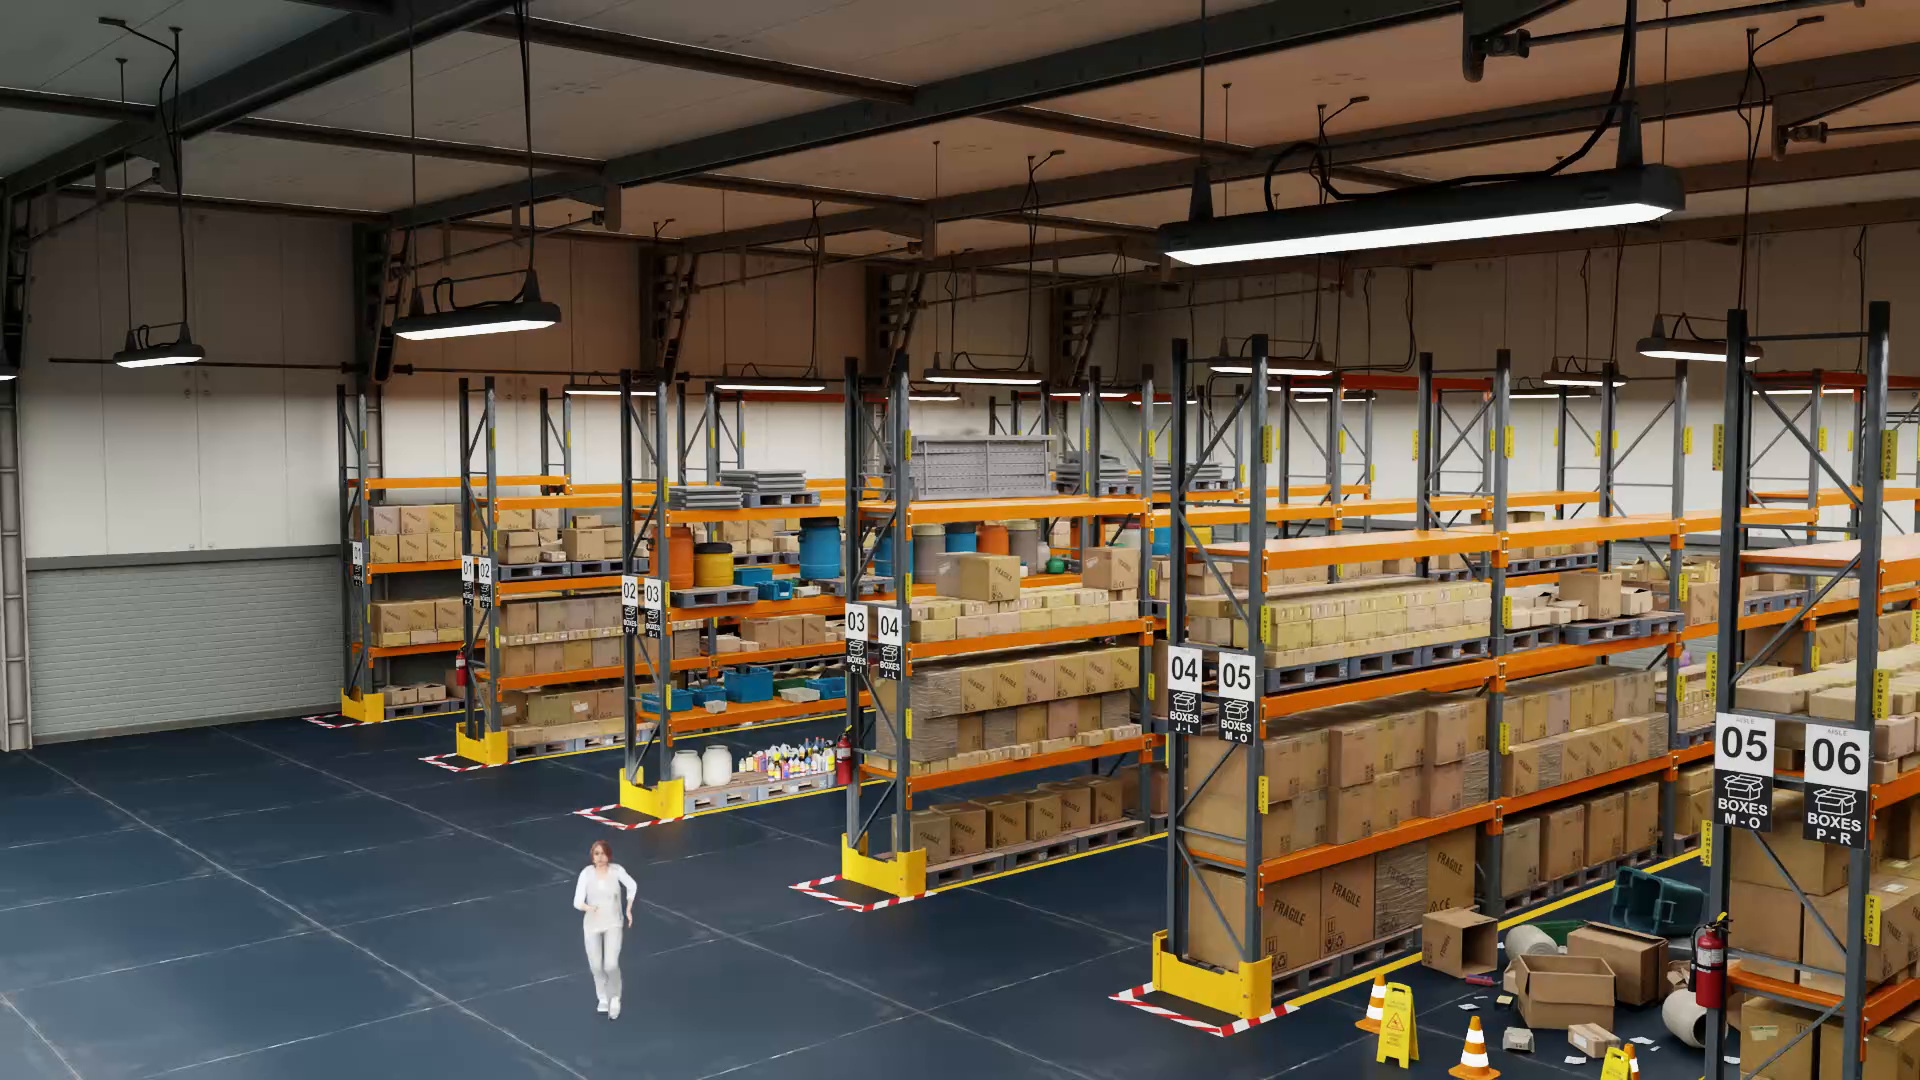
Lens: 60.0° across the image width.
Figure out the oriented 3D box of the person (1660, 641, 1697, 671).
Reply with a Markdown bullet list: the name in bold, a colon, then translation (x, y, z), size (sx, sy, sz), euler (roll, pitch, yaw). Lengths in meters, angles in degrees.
- **person**: translation (12.437, 2.498, 28.705), size (0.564, 1.605, 0.673), euler (0, 4, -4)

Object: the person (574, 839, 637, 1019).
- **person**: translation (-3.109, 3.453, 14.540), size (0.510, 1.485, 0.644), euler (0, 4, -4)
